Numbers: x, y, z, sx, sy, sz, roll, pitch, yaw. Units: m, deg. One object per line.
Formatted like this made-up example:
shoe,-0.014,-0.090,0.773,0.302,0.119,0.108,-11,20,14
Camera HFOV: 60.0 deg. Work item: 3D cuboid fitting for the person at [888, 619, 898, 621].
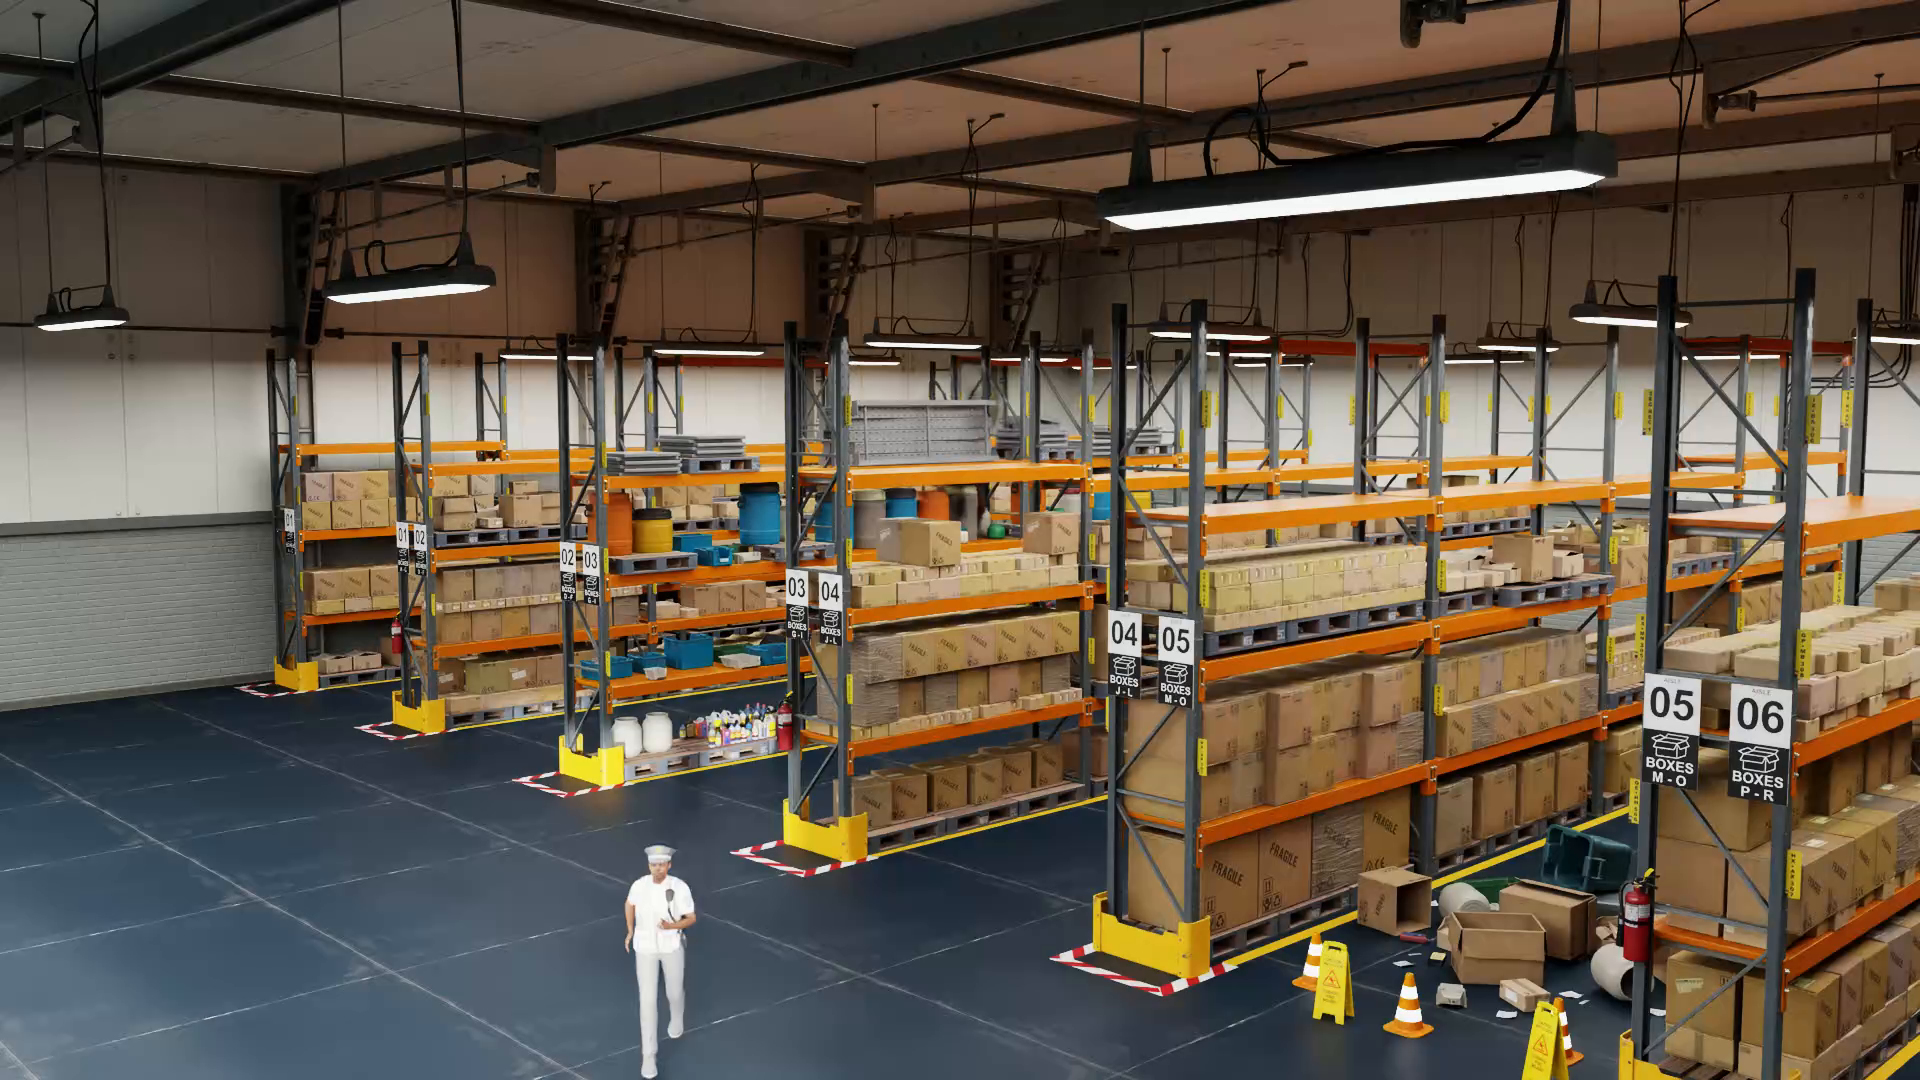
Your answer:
person,-1.226,1.509,29.068,0.668,1.783,0.569,4,6,37

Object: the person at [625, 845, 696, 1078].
person,-2.331,3.185,12.920,0.576,1.681,0.939,0,5,-4
